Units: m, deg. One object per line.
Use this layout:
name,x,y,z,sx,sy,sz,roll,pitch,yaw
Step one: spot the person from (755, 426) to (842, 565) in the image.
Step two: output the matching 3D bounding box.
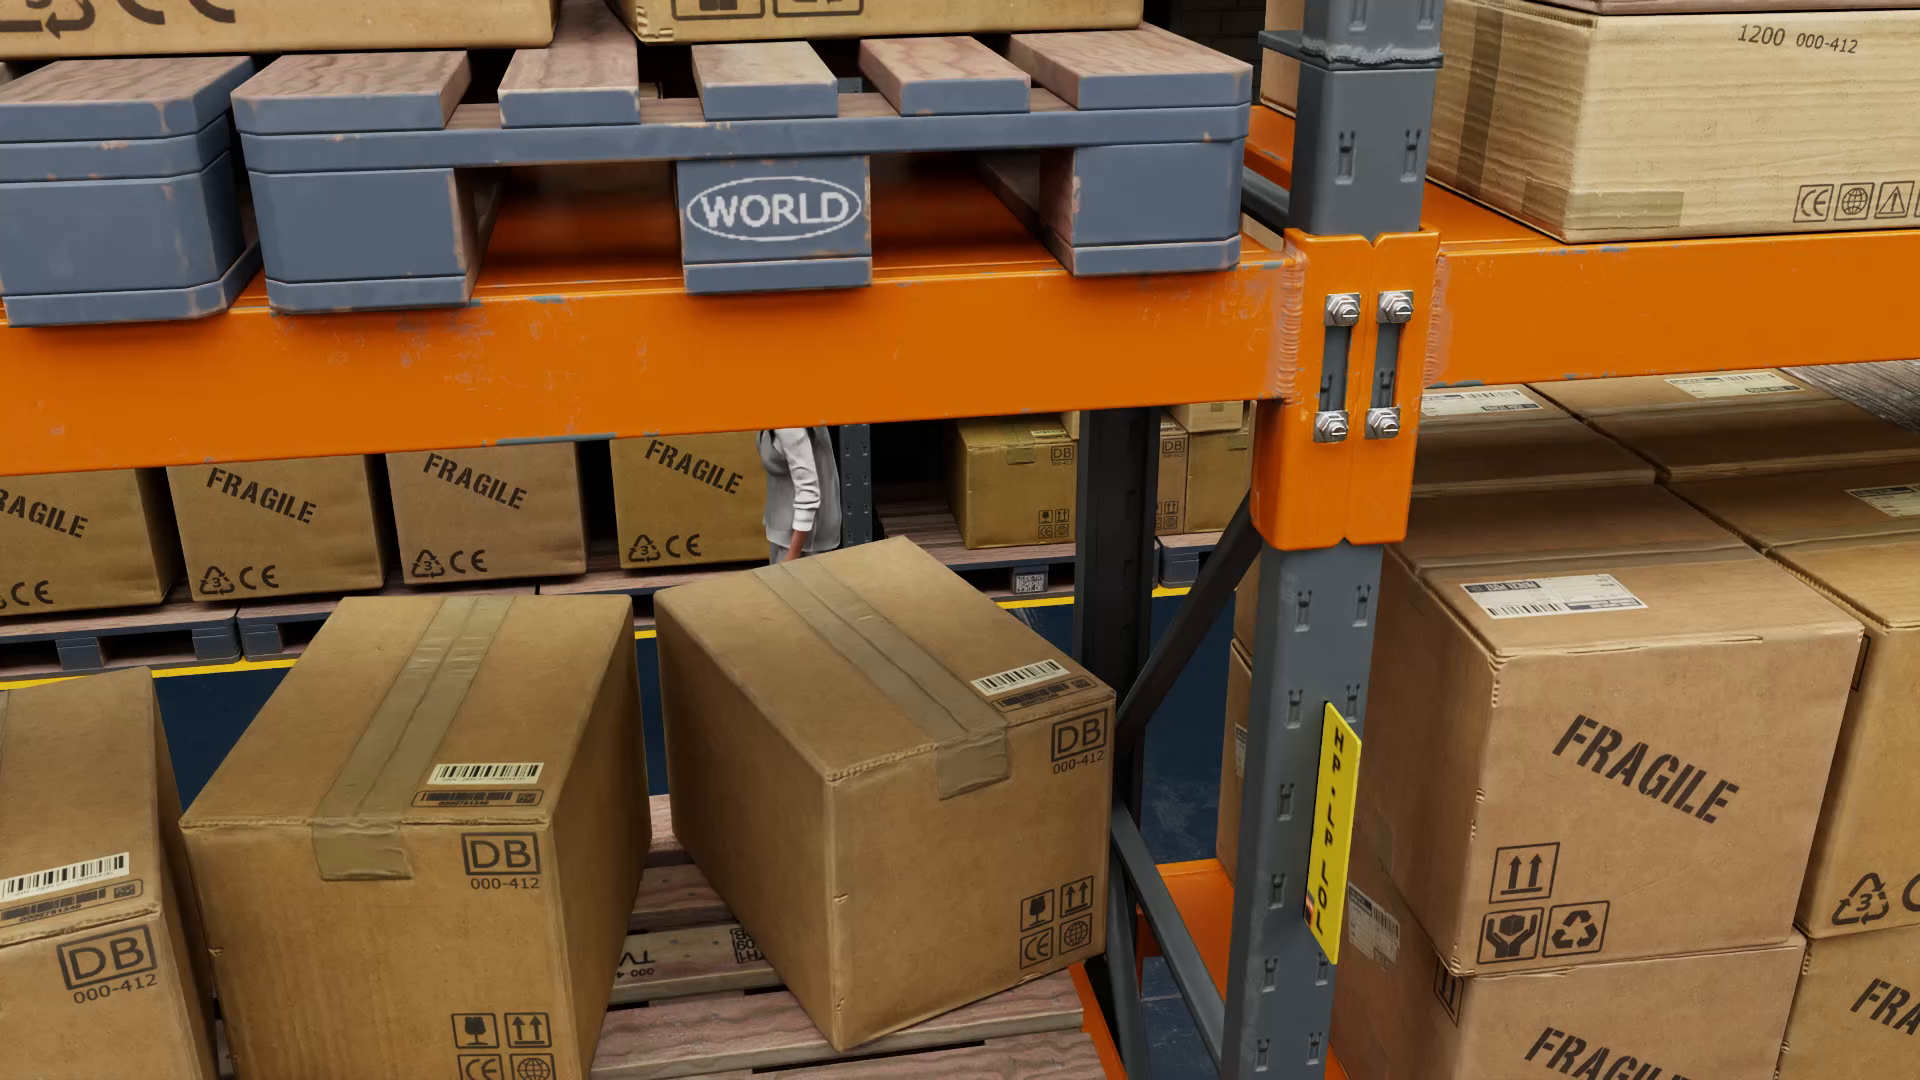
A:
person,-0.630,-0.002,6.134,0.375,1.580,0.465,-5,24,-12
